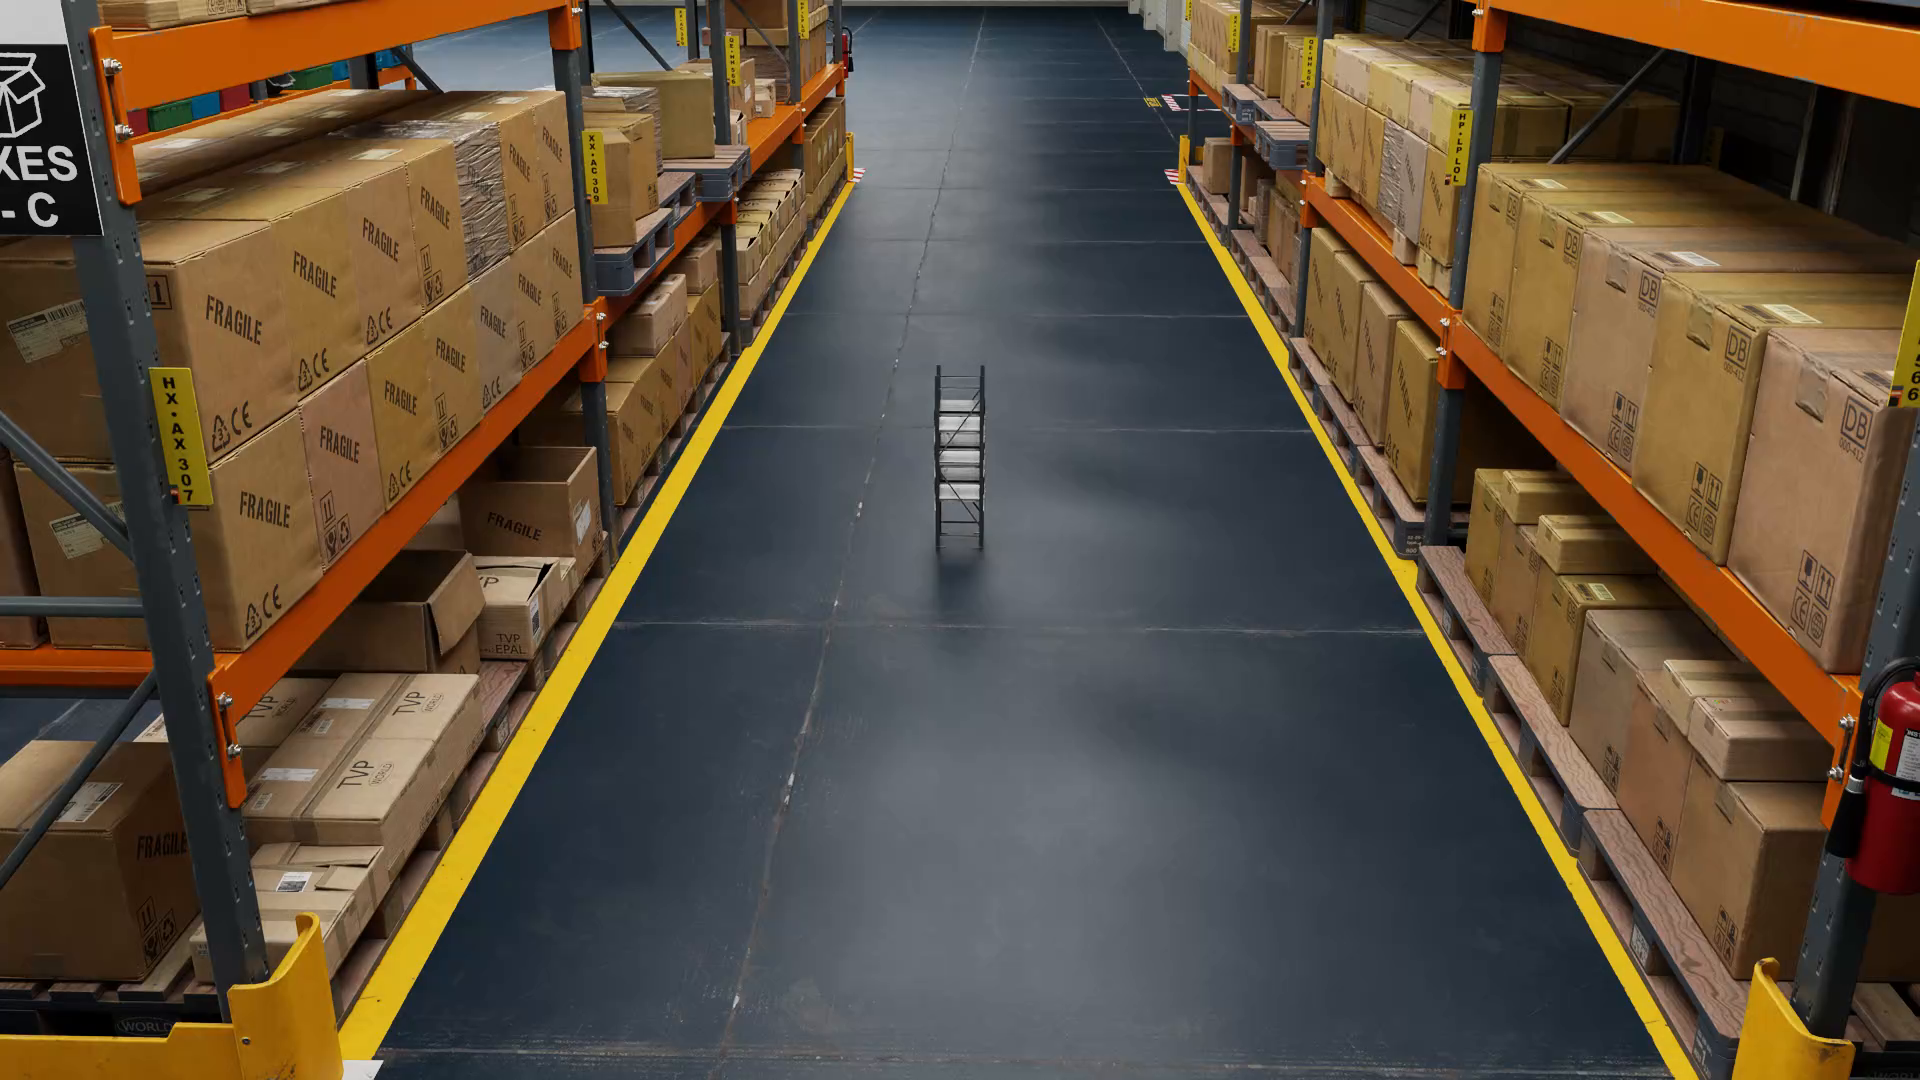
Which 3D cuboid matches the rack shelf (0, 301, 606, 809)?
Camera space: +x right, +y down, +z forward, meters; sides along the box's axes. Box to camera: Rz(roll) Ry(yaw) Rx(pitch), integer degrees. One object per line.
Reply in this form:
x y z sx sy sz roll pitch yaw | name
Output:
-2.258 -0.224 5.954 1.077 0.370 4.000 1 21 2 | rack shelf

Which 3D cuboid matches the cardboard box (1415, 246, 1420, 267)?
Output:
2.518 -1.431 8.391 0.380 0.149 0.250 1 21 3 | cardboard box

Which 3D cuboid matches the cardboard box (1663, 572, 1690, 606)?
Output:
2.795 0.127 6.032 0.380 0.149 0.250 0 21 1 | cardboard box

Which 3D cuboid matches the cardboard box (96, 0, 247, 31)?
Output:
-2.049 -1.348 3.916 0.500 0.250 0.500 1 21 2 | cardboard box

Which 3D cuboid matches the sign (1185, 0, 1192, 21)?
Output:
2.577 -5.978 18.591 0.100 0.325 0.005 1 21 2 | sign

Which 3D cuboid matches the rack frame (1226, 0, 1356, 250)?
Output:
2.997 -4.122 15.005 1.000 3.000 0.127 1 21 2 | rack frame

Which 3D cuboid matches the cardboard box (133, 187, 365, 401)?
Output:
-2.034 -0.696 4.654 0.500 0.500 0.500 1 21 2 | cardboard box

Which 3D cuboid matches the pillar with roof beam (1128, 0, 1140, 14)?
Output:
0.572 -18.997 45.048 9.100 9.000 0.400 1 21 2 | pillar with roof beam

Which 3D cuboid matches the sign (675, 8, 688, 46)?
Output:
-2.509 -4.621 14.985 0.100 0.325 0.005 1 21 2 | sign

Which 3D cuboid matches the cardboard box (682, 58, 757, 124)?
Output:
-2.010 -3.754 13.918 0.500 0.500 0.500 2 21 6 | cardboard box

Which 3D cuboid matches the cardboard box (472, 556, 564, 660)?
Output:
-1.954 0.246 6.856 0.500 0.311 0.500 1 21 2 | cardboard box

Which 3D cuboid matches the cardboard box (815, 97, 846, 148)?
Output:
-1.551 -4.688 18.647 0.500 0.500 0.500 1 21 2 | cardboard box

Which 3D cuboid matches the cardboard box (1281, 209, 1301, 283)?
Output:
2.964 -2.341 13.263 0.700 0.500 0.500 1 21 1 | cardboard box

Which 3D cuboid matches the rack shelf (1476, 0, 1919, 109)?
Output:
2.693 -1.569 5.274 1.077 0.370 4.000 1 21 2 | rack shelf

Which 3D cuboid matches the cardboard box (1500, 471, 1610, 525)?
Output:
2.436 -0.171 6.801 0.380 0.149 0.250 1 21 3 | cardboard box

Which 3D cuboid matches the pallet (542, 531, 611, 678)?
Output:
-2.219 0.266 7.552 1.003 0.211 1.213 1 21 2 | pallet

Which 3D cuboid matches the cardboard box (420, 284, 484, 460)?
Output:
-1.997 -0.589 5.762 0.500 0.500 0.500 1 21 2 | cardboard box

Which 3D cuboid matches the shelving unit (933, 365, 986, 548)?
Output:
0.000 -0.417 8.359 0.258 0.900 0.210 1 21 2 | shelving unit

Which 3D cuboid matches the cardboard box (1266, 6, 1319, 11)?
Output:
3.260 -4.946 16.271 0.500 0.500 0.500 1 21 3 | cardboard box

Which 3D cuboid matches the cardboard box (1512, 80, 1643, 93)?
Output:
3.038 -2.126 8.248 0.500 0.250 0.500 1 21 2 | cardboard box

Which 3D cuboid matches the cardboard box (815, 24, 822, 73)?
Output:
-1.871 -5.309 17.927 0.700 0.500 0.500 1 21 3 | cardboard box

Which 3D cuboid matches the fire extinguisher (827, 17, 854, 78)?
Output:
-1.365 -5.623 18.980 0.296 0.674 0.183 1 21 2 | fire extinguisher

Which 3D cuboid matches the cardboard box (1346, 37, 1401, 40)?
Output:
2.856 -3.355 11.385 0.380 0.149 0.250 -2 21 -5 | cardboard box

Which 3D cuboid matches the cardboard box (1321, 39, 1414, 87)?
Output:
2.603 -3.048 10.624 0.500 0.250 0.500 1 21 3 | cardboard box

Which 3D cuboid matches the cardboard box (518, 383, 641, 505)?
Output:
-1.939 -0.494 8.504 0.500 0.500 0.500 0 21 -1 | cardboard box

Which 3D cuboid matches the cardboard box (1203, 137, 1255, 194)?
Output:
2.918 -3.888 17.249 0.700 0.500 0.500 -1 21 -2 | cardboard box

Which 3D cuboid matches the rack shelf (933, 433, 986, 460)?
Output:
0.000 -0.469 8.338 0.258 0.077 0.200 1 21 2 | rack shelf

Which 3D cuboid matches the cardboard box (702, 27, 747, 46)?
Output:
-2.160 -4.625 15.266 0.380 0.149 0.250 1 21 2 | cardboard box

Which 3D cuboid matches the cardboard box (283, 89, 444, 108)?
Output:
-2.493 -1.628 7.057 0.500 0.500 0.500 1 21 3 | cardboard box

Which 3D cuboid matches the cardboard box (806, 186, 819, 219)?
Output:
-1.637 -3.253 15.987 0.500 0.250 0.500 1 21 2 | cardboard box

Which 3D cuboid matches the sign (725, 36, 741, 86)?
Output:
-1.533 -3.229 11.213 0.100 0.325 0.005 1 21 2 | sign

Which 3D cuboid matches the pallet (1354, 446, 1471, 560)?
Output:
2.702 -0.209 8.776 1.003 0.211 1.213 1 21 2 | pallet

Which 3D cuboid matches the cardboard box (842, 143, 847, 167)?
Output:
-1.554 -4.338 18.783 0.500 0.250 0.500 1 21 2 | cardboard box

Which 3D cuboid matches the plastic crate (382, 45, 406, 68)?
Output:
-6.500 -5.423 18.565 0.499 0.251 0.616 1 21 2 | plastic crate

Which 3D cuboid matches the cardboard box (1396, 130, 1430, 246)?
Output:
2.522 -1.778 8.388 0.500 0.500 0.500 1 21 2 | cardboard box

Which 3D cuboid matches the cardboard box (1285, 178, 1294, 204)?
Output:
2.969 -2.897 13.660 0.500 0.250 0.500 0 21 0 | cardboard box

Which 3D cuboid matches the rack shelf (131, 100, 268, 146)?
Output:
-6.966 -3.172 13.552 1.077 0.370 4.000 1 21 2 | rack shelf

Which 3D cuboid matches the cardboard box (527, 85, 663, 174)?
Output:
-2.201 -2.414 9.884 0.700 0.500 0.500 5 22 12 | cardboard box

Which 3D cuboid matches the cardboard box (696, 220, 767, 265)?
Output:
-1.759 -2.280 12.704 0.500 0.311 0.500 0 21 0 | cardboard box

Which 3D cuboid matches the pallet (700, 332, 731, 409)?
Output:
-2.136 -1.159 11.224 1.003 0.211 1.213 1 21 2 | pallet

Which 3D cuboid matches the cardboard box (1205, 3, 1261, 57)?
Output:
2.753 -5.136 16.761 0.500 0.500 0.500 1 21 3 | cardboard box

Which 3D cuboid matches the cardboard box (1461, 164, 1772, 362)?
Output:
2.721 -1.173 6.991 0.980 0.700 0.700 1 21 2 | cardboard box

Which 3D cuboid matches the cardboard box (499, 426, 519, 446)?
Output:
-2.469 -0.504 8.528 0.500 0.500 0.500 1 21 1 | cardboard box

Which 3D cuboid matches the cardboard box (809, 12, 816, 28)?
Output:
-1.692 -5.362 17.166 0.380 0.149 0.250 1 21 3 | cardboard box

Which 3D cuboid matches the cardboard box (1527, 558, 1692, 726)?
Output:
2.592 0.377 6.286 0.700 0.500 0.500 1 21 3 | cardboard box

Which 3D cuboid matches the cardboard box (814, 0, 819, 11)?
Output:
-1.872 -5.895 17.642 0.700 0.500 0.500 0 21 0 | cardboard box

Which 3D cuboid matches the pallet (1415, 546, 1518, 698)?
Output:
2.653 0.345 7.348 1.003 0.211 1.213 1 21 2 | pallet

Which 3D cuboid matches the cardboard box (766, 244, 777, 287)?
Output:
-1.742 -2.198 13.269 0.500 0.250 0.500 0 21 0 | cardboard box

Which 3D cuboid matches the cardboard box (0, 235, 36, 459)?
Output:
-2.581 -0.513 4.183 0.500 0.500 0.500 0 21 1 | cardboard box

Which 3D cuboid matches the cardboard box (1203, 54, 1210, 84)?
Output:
2.746 -4.780 16.880 0.500 0.250 0.500 1 21 2 | cardboard box

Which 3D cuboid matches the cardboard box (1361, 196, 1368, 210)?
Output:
2.641 -2.079 10.059 0.380 0.149 0.250 1 21 3 | cardboard box

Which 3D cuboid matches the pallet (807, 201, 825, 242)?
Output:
-1.888 -3.162 16.386 1.003 0.211 1.213 1 21 2 | pallet
